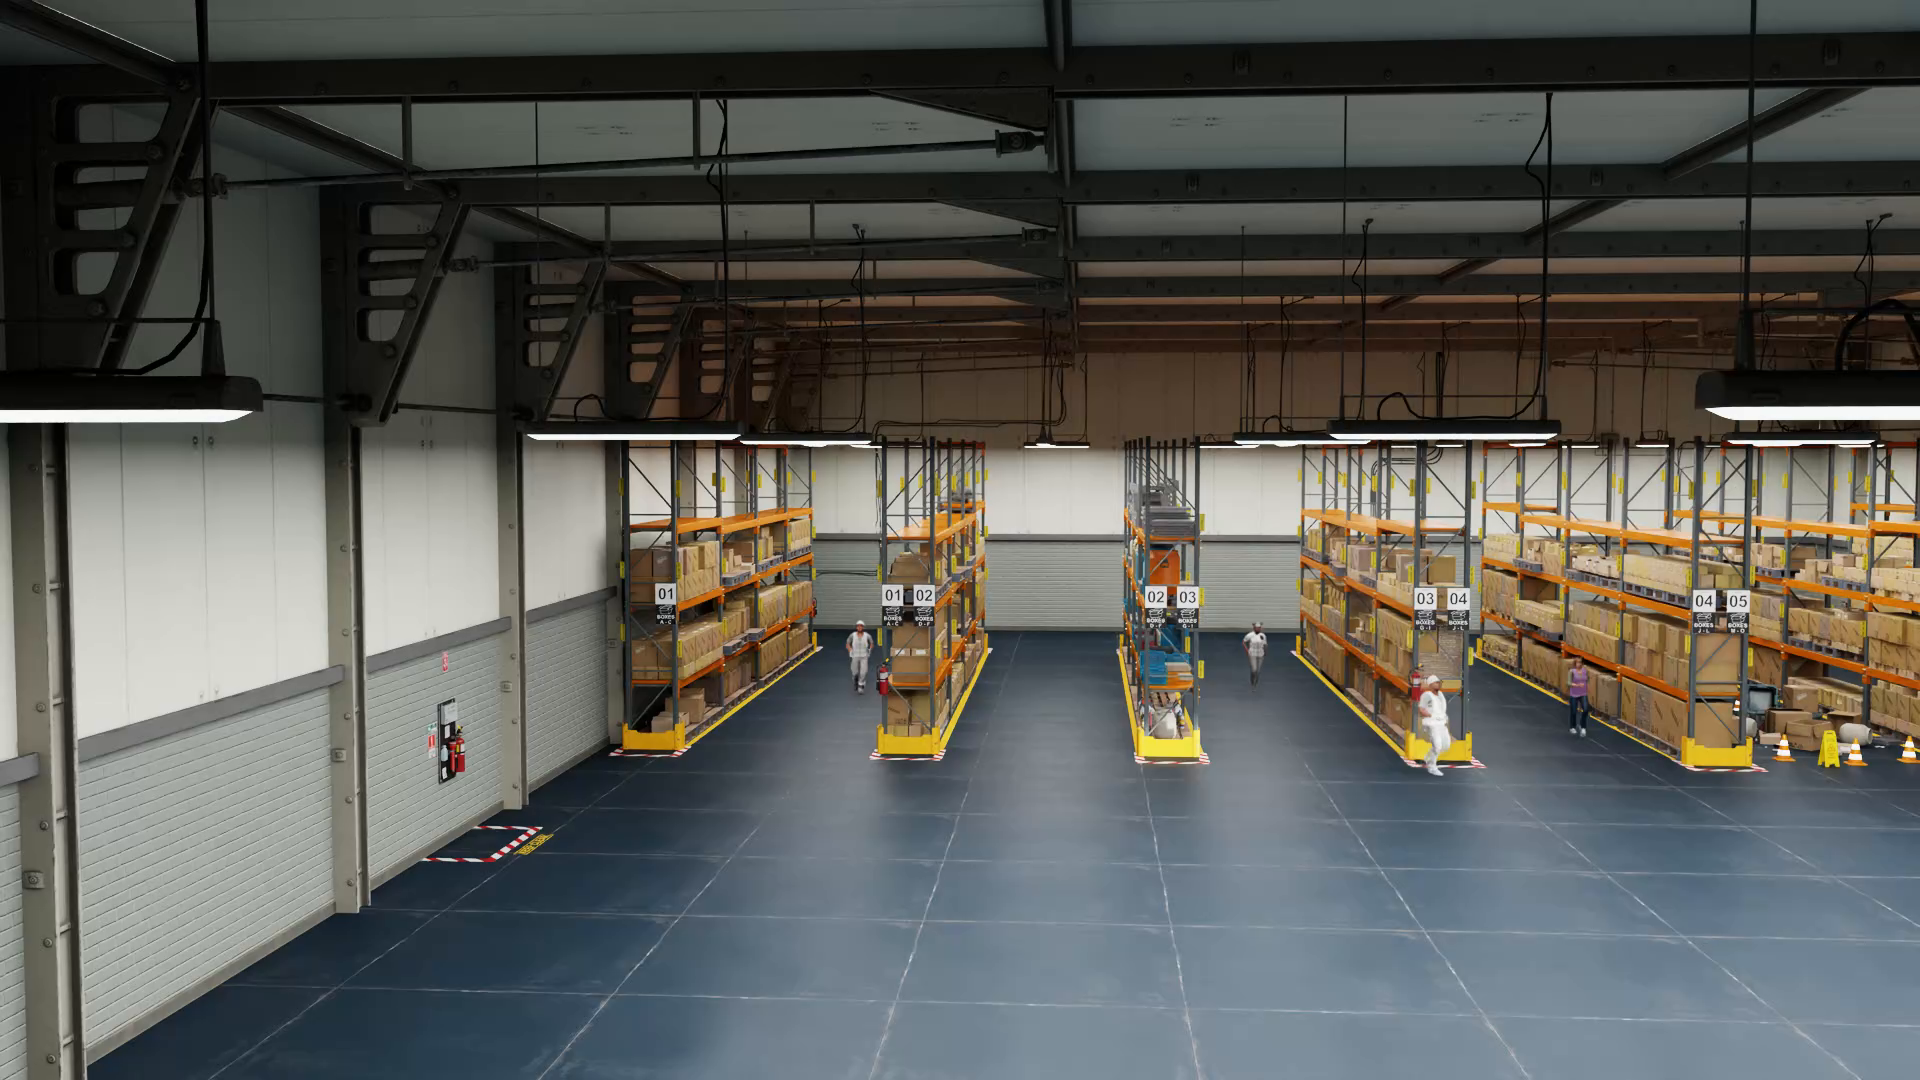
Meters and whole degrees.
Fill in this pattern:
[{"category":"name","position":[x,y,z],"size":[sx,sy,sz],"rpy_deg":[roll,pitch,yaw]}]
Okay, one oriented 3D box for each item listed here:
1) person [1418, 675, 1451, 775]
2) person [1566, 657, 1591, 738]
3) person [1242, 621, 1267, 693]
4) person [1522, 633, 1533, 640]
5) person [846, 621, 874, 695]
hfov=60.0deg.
[{"category":"person","position":[8.433,3.287,29.477],"size":[0.735,1.771,0.581],"rpy_deg":[-3,4,-42]},{"category":"person","position":[12.380,3.143,33.257],"size":[0.508,1.611,0.672],"rpy_deg":[0,3,6]},{"category":"person","position":[7.018,2.784,39.414],"size":[0.550,1.716,0.704],"rpy_deg":[0,3,-7]},{"category":"person","position":[15.992,2.358,47.345],"size":[0.924,1.662,0.529],"rpy_deg":[0,3,-1]},{"category":"person","position":[-2.349,2.764,39.033],"size":[0.645,1.739,0.613],"rpy_deg":[0,3,-3]}]
